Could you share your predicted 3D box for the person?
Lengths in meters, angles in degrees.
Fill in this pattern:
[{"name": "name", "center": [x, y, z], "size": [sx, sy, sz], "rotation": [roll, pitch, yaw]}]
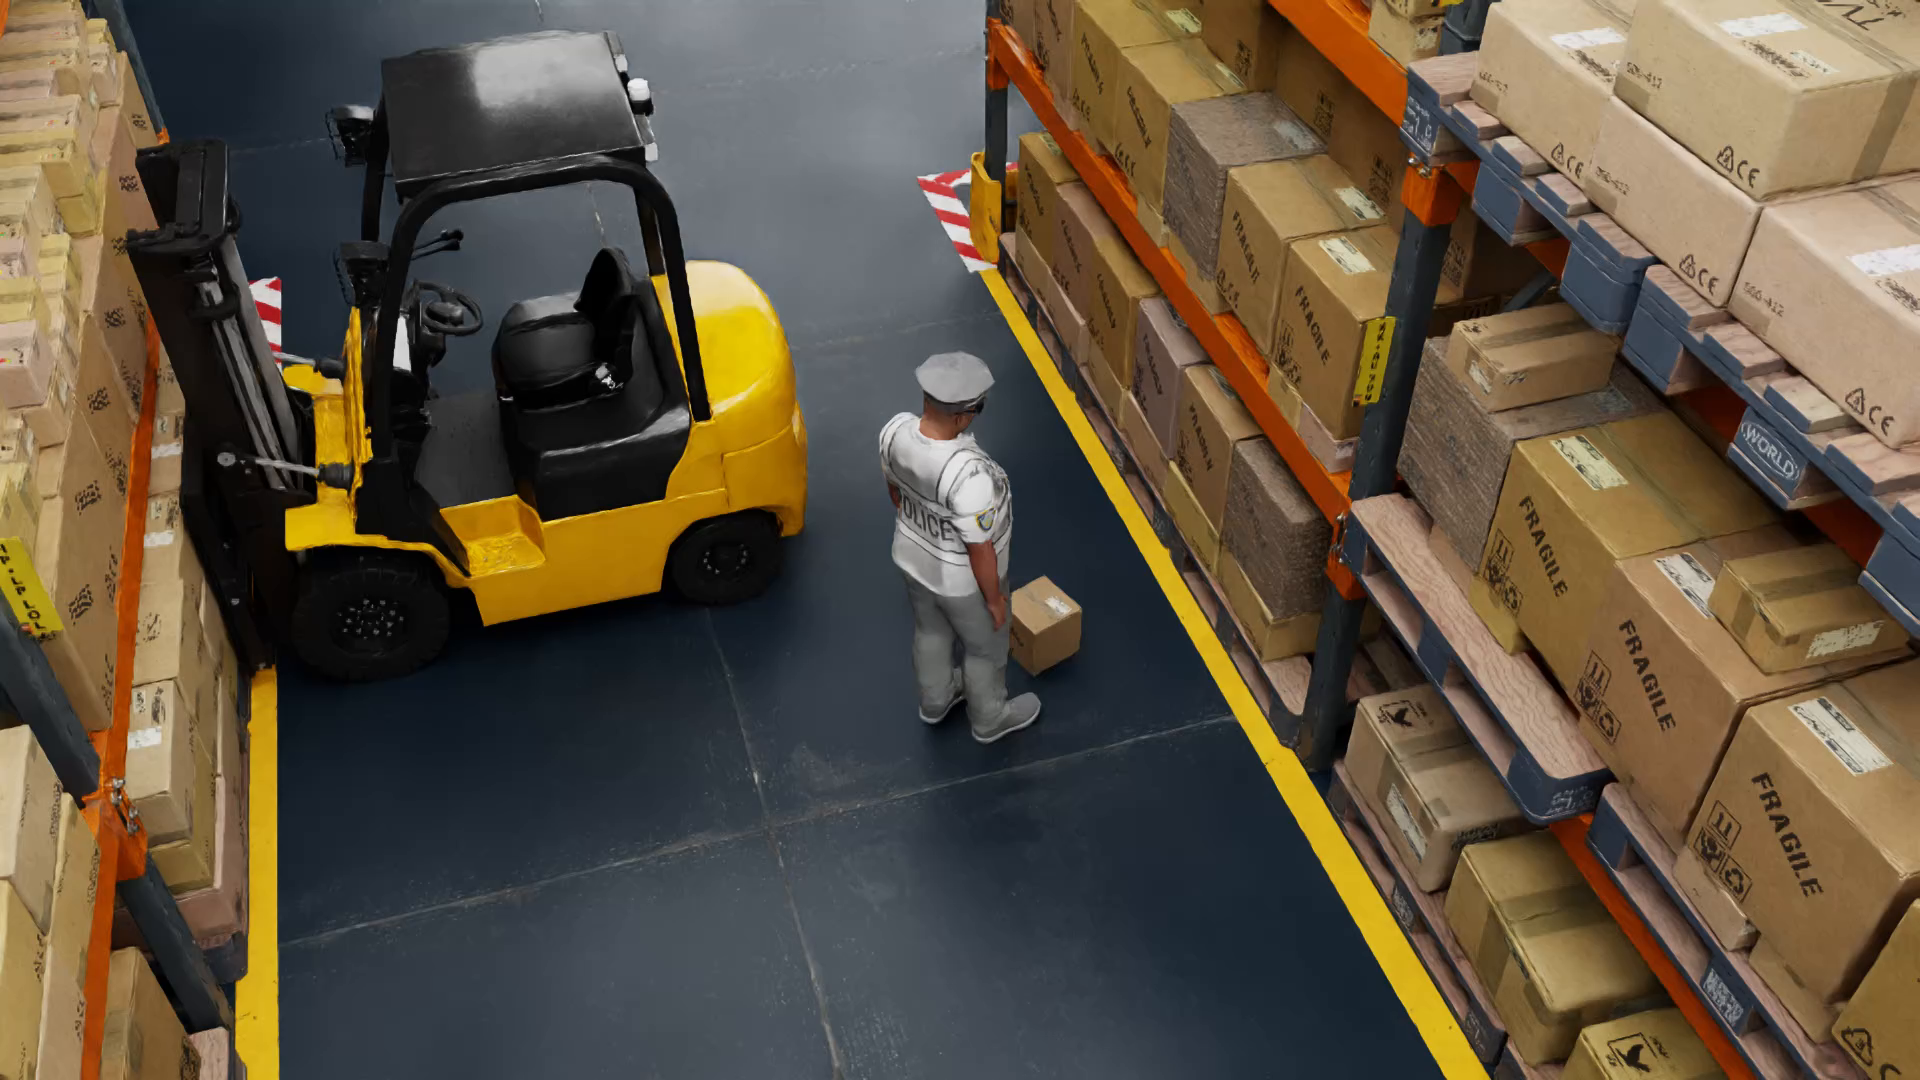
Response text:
[{"name": "person", "center": [0.014, 0.046, 6.080], "size": [0.569, 1.747, 0.501], "rotation": [34, 52, 32]}]
